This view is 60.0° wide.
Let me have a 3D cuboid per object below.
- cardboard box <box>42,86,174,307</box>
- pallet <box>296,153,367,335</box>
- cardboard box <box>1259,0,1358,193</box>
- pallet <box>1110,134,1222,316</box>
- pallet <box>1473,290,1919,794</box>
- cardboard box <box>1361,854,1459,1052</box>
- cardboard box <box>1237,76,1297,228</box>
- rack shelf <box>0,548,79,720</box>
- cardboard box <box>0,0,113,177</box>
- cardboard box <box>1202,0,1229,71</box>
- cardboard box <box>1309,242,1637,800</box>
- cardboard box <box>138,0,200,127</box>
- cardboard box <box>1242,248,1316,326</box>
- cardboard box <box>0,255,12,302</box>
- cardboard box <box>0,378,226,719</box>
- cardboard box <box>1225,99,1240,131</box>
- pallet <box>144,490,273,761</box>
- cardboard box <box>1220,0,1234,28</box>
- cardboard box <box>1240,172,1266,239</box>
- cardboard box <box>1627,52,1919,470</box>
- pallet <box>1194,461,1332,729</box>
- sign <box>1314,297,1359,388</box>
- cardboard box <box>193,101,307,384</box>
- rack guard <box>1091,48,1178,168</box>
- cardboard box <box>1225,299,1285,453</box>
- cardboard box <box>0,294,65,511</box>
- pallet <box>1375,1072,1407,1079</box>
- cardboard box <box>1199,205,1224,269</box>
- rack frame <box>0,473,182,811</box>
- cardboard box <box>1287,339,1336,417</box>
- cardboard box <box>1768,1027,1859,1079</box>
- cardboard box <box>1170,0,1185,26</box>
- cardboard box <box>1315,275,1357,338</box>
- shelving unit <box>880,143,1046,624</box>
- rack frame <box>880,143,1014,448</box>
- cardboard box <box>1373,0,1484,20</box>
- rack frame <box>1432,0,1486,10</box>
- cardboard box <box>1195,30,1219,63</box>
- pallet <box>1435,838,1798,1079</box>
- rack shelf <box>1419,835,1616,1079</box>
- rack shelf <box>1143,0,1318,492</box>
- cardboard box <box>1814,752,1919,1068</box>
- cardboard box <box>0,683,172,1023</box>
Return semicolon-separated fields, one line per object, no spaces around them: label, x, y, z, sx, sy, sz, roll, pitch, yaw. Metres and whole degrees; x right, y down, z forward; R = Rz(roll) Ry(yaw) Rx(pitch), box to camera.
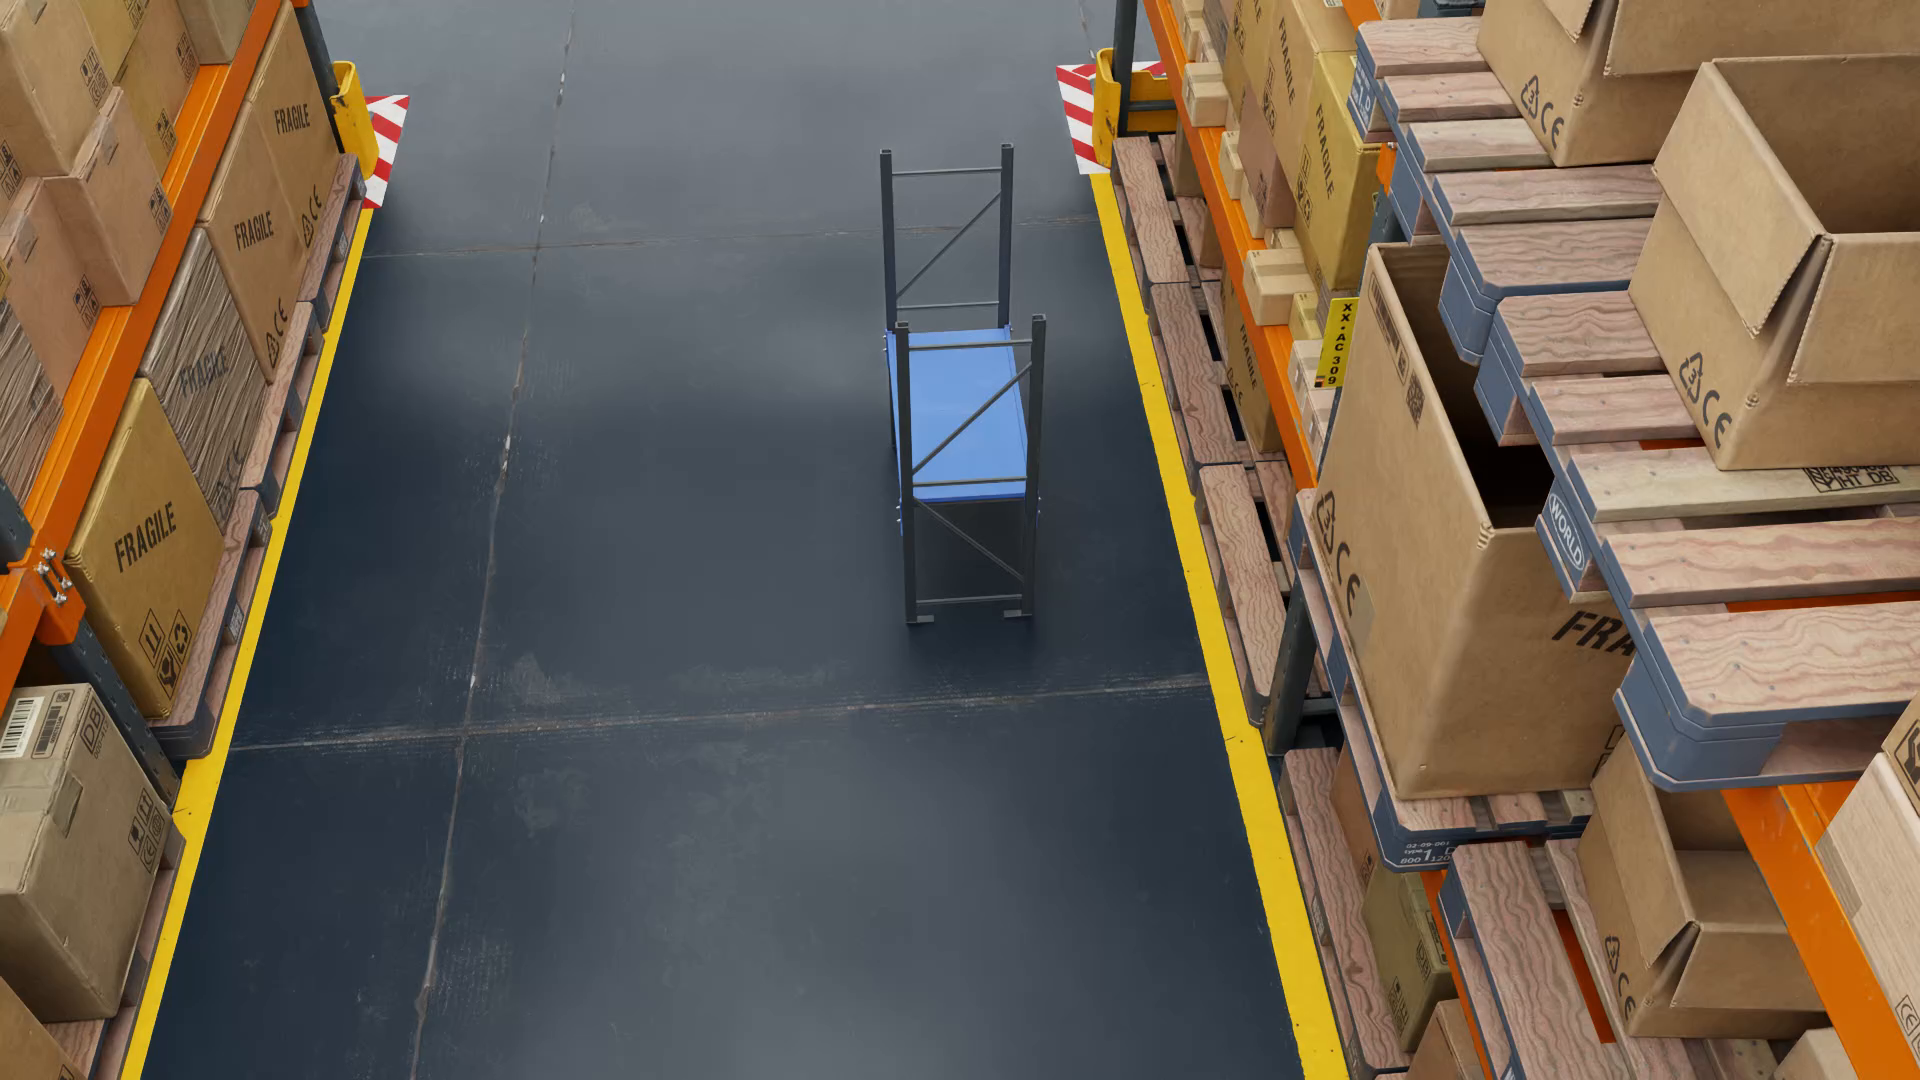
cardboard box;-3.364;-1.187;5.841;0.875;0.550;0.550;-3;47;-3
pallet;-3.515;-1.436;8.101;1.003;0.211;1.213;-3;47;-3
cardboard box;1.271;-1.454;5.235;0.500;0.500;0.500;-3;47;-3
pallet;1.331;-1.593;8.250;1.003;0.211;1.213;-3;47;-3
pallet;1.662;-0.067;2.947;1.213;0.211;1.003;-3;47;-3
cardboard box;1.678;1.197;5.106;0.700;0.500;0.500;-4;47;-4
cardboard box;1.501;-1.489;5.957;0.875;0.500;0.500;-3;47;-3
rack shelf;-3.157;1.620;3.782;1.077;0.370;4.000;-3;47;-3
cardboard box;-3.391;-1.557;5.448;0.875;0.550;0.550;-3;47;-3
cardboard box;1.471;-2.215;6.645;0.875;0.500;0.500;-3;47;-3
cardboard box;1.553;-0.070;4.185;1.000;1.000;1.000;-3;47;-3
cardboard box;-3.594;-1.945;6.560;0.875;0.550;0.550;-3;47;-3
cardboard box;1.211;-0.894;5.841;0.380;0.149;0.250;-3;47;-3
cardboard box;-3.321;-0.767;4.700;0.875;0.550;0.550;-3;47;-3
cardboard box;-3.307;0.052;5.945;0.875;0.875;0.875;-3;47;-3
cardboard box;1.260;-1.626;6.534;0.380;0.149;0.250;-3;47;-3
pallet;-3.310;0.329;6.429;1.003;0.211;1.213;-3;47;-3
cardboard box;1.192;-2.178;5.921;0.500;0.500;0.500;-3;47;-3
cardboard box;1.260;-1.262;6.189;0.380;0.149;0.250;-3;47;-3
cardboard box;1.647;-0.487;2.855;0.797;0.503;0.637;-2;47;-2
pallet;1.535;0.172;6.578;1.003;0.211;1.213;-3;47;-3
sign;1.086;-0.562;4.757;0.100;0.325;0.005;-3;47;-3
cardboard box;-3.461;-1.259;7.188;0.875;0.875;0.875;-4;47;-4
rack guard;1.298;-2.283;8.704;1.175;0.500;0.348;-3;47;-3
cardboard box;1.447;-0.738;6.952;0.500;0.500;0.500;-7;47;-7
cardboard box;-3.367;-0.393;5.089;0.875;0.550;0.550;-3;47;-3
pallet;1.798;2.104;4.749;1.003;0.211;1.213;-3;47;-3
cardboard box;1.411;-1.599;7.767;0.500;0.500;0.500;8;47;7
rack frame;-3.325;-0.075;4.891;1.000;3.000;0.127;-3;47;-3
cardboard box;1.304;-0.536;5.501;0.380;0.149;0.250;-3;47;-3
cardboard box;2.050;1.272;3.430;0.500;0.250;0.500;-5;47;-4
cardboard box;1.127;-2.347;7.216;0.380;0.149;0.250;-3;47;-3
cardboard box;1.650;-0.769;5.275;0.875;0.500;0.500;-3;47;-3
shelving unit;-0.007;-0.577;6.400;0.538;1.500;1.048;-3;47;-3
rack frame;-0.050;-0.945;6.749;0.500;1.500;0.032;-3;47;-3
cardboard box;1.328;-1.597;4.370;0.500;0.250;0.500;-2;47;-2
rack frame;1.626;-2.366;2.929;1.000;3.000;0.127;-3;47;-3
cardboard box;1.189;-1.986;6.875;0.380;0.149;0.250;-3;47;-3
pallet;1.755;1.227;3.790;1.003;0.211;1.213;-3;47;-3
rack shelf;1.794;1.391;3.998;1.077;0.370;4.000;-3;47;-3
rack shelf;1.459;-1.503;6.739;1.077;0.370;4.000;-3;47;-3
cardboard box;1.583;0.560;2.327;0.500;0.250;0.500;-2;47;-2
cardboard box;-3.183;0.998;5.136;1.050;0.750;0.750;-4;47;-3
